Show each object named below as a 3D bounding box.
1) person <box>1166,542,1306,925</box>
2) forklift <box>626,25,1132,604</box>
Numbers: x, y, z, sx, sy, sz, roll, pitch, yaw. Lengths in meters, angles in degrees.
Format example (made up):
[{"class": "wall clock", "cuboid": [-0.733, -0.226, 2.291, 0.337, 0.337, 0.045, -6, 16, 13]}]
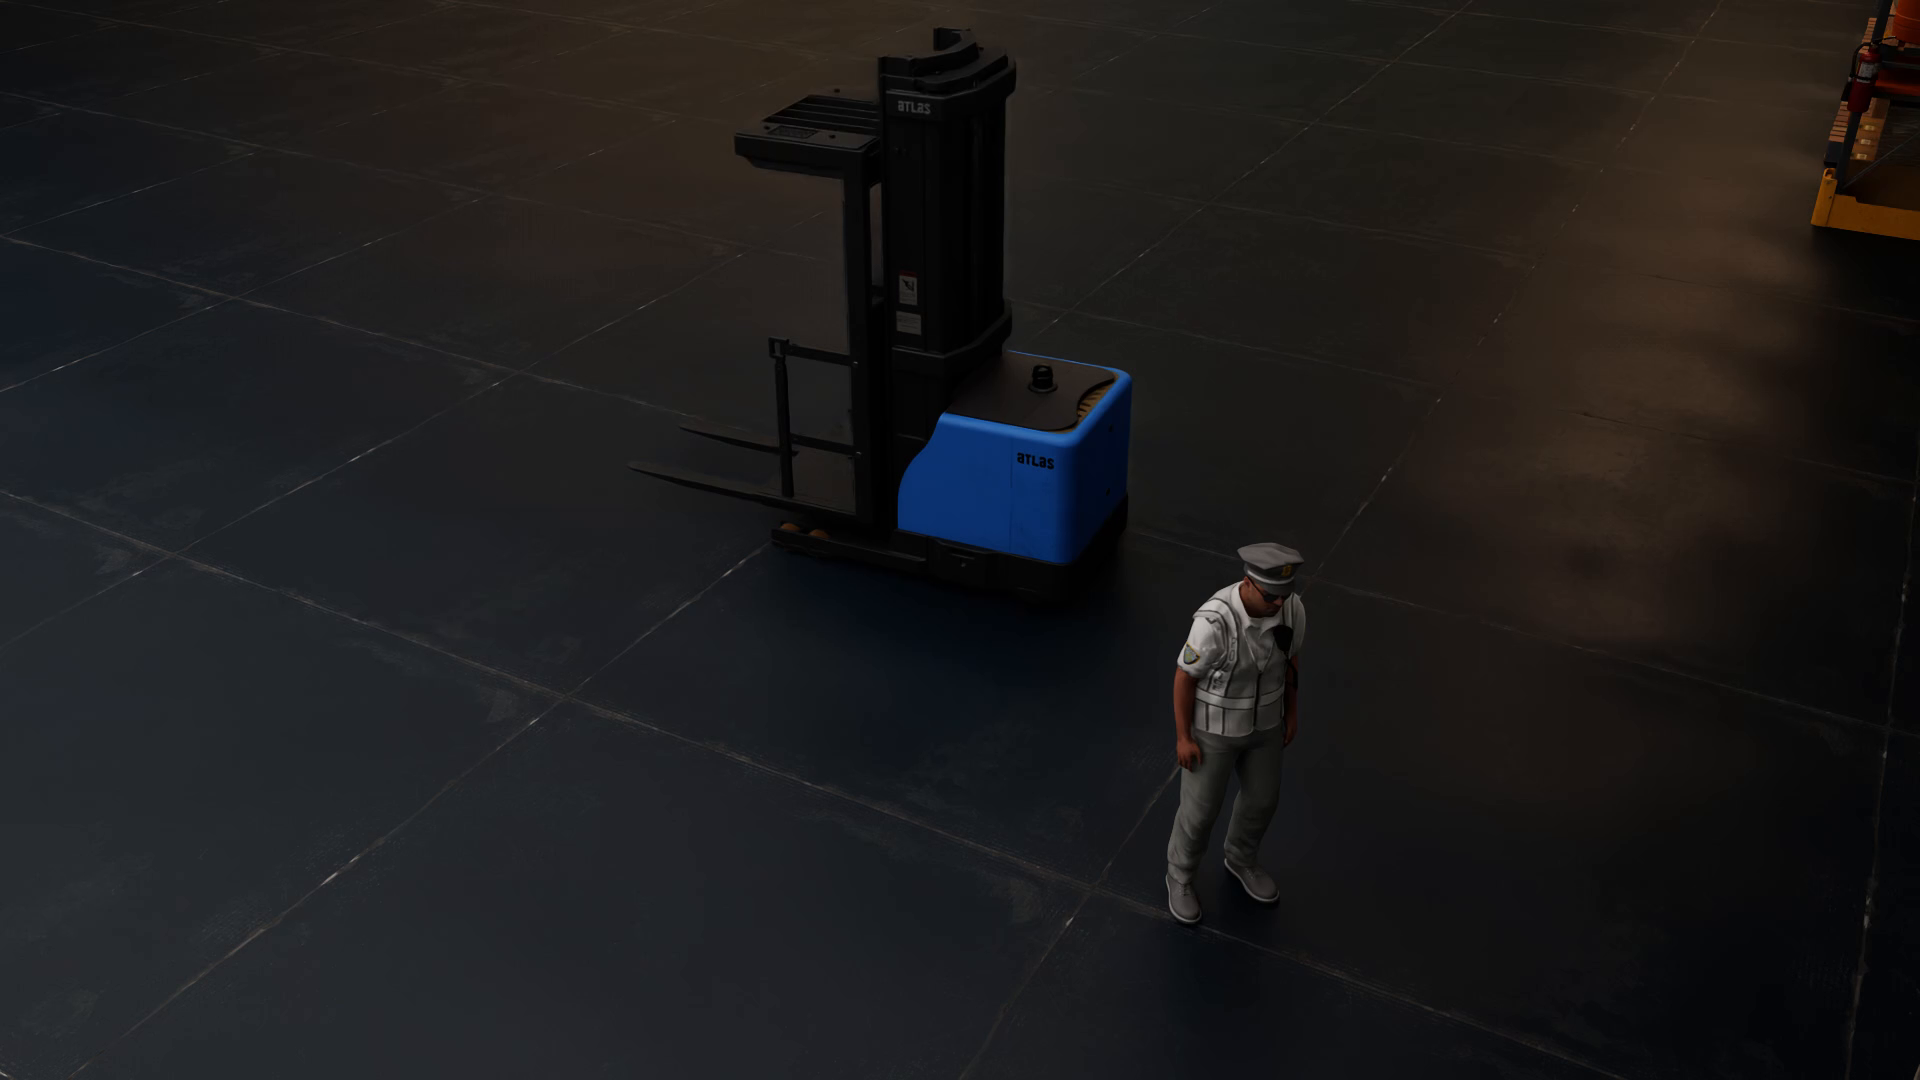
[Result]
[{"class": "person", "cuboid": [1.147, 0.760, 6.936, 0.592, 1.746, 0.442, -11, 32, -19]}, {"class": "forklift", "cuboid": [-0.565, -1.388, 9.476, 3.031, 2.935, 1.130, 12, 32, 20]}]
